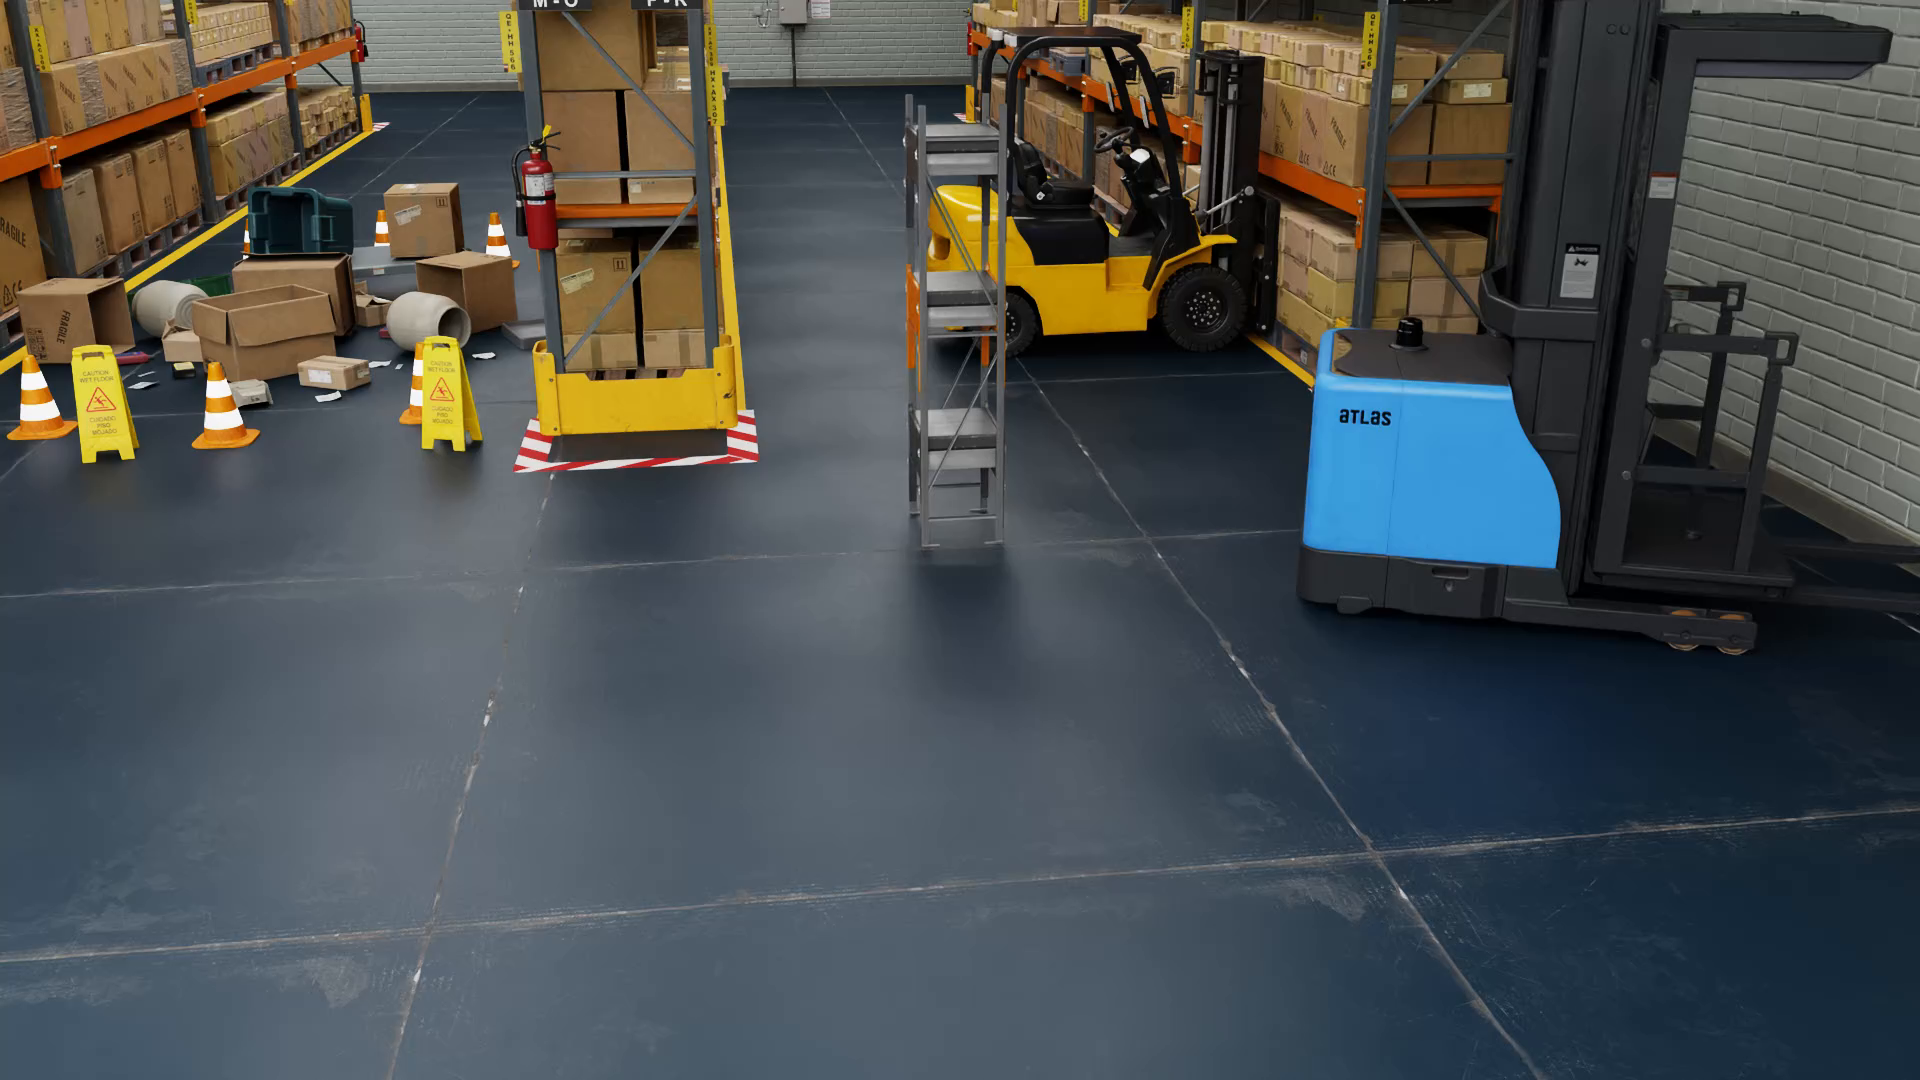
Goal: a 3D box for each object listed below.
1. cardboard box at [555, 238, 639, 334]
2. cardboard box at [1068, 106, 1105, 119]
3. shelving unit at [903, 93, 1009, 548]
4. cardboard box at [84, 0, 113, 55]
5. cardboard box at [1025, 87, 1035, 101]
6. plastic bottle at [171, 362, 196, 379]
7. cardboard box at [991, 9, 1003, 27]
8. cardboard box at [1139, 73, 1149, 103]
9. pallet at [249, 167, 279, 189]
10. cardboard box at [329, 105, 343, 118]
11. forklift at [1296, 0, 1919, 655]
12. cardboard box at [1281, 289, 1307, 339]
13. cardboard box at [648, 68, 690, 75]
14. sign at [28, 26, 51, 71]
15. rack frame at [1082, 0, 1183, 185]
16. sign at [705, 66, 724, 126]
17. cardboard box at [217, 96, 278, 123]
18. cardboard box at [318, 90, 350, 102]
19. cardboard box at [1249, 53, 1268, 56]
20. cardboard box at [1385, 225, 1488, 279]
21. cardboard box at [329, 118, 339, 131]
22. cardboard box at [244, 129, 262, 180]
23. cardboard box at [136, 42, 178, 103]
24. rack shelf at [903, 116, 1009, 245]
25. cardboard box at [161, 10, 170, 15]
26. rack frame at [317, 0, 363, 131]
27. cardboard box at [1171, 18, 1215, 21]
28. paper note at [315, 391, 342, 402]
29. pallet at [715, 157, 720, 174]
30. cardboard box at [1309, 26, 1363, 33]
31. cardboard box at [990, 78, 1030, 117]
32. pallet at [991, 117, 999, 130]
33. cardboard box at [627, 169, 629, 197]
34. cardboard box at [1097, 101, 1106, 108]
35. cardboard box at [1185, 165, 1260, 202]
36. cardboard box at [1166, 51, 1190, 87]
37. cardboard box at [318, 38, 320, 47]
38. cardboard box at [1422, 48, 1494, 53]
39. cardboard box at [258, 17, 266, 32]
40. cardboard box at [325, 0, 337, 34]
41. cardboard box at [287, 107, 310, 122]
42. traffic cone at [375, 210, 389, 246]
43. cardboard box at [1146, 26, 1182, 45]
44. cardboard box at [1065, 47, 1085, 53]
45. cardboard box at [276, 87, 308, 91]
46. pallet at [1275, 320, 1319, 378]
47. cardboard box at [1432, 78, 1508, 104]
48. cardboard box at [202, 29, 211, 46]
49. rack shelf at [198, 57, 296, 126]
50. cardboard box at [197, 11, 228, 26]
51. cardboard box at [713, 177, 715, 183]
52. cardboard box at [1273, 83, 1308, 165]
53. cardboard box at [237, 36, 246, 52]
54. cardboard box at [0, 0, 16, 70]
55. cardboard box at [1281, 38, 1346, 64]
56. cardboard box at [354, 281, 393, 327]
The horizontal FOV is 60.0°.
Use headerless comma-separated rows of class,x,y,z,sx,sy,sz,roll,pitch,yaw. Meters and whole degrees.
cardboard box,-2.304,-1.608,10.492,0.500,0.500,0.500,-3,21,-7
cardboard box,1.448,-4.873,19.021,0.380,0.149,0.250,-2,21,-6
shelving unit,-0.024,-1.041,8.002,0.431,2.100,0.503,-3,21,-8
cardboard box,-7.689,-4.399,14.134,0.700,0.500,0.500,-3,21,-8
cardboard box,1.039,-5.682,21.188,0.380,0.149,0.250,-2,21,-5
plastic bottle,-5.237,-1.151,11.212,0.133,0.061,0.283,-11,23,-26
cardboard box,0.717,-7.248,23.123,0.500,0.250,0.500,-3,21,-9
cardboard box,1.953,-4.159,15.277,0.500,0.250,0.500,-3,21,-7
pallet,-8.252,-3.955,18.503,1.003,0.211,1.213,-3,21,-8
cardboard box,-8.598,-5.812,22.541,0.380,0.149,0.250,-3,21,-7
forklift,3.065,-1.099,6.969,3.031,2.935,1.130,5,21,12
cardboard box,2.538,-1.563,11.444,0.500,0.250,0.500,-3,21,-8
cardboard box,-1.877,-2.803,10.867,0.500,0.500,0.500,-3,21,-9
sign,-6.842,-3.655,12.365,0.100,0.325,0.005,-3,21,-8
rack frame,1.827,-5.105,17.598,1.000,3.000,0.127,-3,21,-8
sign,-1.394,-2.517,9.430,0.100,0.325,0.005,-3,21,-8
cardboard box,-8.126,-4.907,18.968,0.500,0.250,0.500,-2,21,-5
cardboard box,-8.652,-6.135,22.979,0.380,0.149,0.250,-3,21,-9
cardboard box,2.346,-3.503,12.237,0.380,0.149,0.250,-4,21,-9
cardboard box,3.098,-1.888,10.885,0.500,0.250,0.500,-3,21,-9
cardboard box,-8.582,-5.583,22.351,0.380,0.149,0.250,-3,21,-7
cardboard box,-7.972,-4.204,18.157,0.500,0.500,0.500,-3,21,-9
cardboard box,-7.567,-4.301,15.301,0.500,0.500,0.500,-3,21,-8
rack shelf,-0.024,-1.684,7.762,0.431,0.518,0.480,-3,21,-8
cardboard box,-8.713,-5.611,17.861,0.380,0.149,0.250,-2,21,-6
rack frame,-9.121,-7.339,23.578,1.000,3.000,0.127,-3,21,-8
cardboard box,2.304,-5.094,16.499,0.380,0.149,0.250,-3,21,-9
paper note,-4.037,-0.920,10.635,0.148,0.019,0.142,-11,23,-26
pallet,-3.296,-4.245,19.281,1.003,0.211,1.213,-3,21,-8
cardboard box,2.893,-3.852,12.746,0.380,0.149,0.250,-3,21,-9
cardboard box,0.753,-6.386,24.000,0.700,0.500,0.500,-2,21,-6
pallet,0.973,-5.845,23.564,1.003,0.211,1.213,-3,21,-8
cardboard box,-1.826,-2.181,10.127,0.380,0.149,0.250,-3,21,-7
cardboard box,1.821,-5.076,19.565,0.380,0.149,0.250,-3,21,-7
cardboard box,2.163,-2.914,13.632,0.500,0.250,0.500,-3,21,-9
cardboard box,2.080,-4.041,14.249,0.500,0.250,0.500,-3,21,-9
cardboard box,-8.584,-6.495,21.677,0.380,0.149,0.250,-2,21,-6
cardboard box,3.167,-3.048,10.594,0.380,0.149,0.250,-2,21,-6
cardboard box,-8.253,-5.953,19.202,0.380,0.149,0.250,-3,21,-7
cardboard box,-8.650,-7.029,22.180,0.500,0.500,0.500,-3,21,-8
cardboard box,-8.370,-5.322,20.802,0.380,0.149,0.250,-2,21,-5
traffic cone,-5.103,-2.689,14.754,0.336,0.463,0.334,-3,21,-8
cardboard box,1.921,-4.619,15.226,0.380,0.149,0.250,-3,21,-7
cardboard box,1.353,-5.392,18.125,0.380,0.149,0.250,-3,21,-7
cardboard box,-9.382,-6.280,23.368,0.380,0.149,0.250,-4,21,-10
pallet,2.829,-1.292,11.373,1.003,0.211,1.213,-3,21,-8
cardboard box,3.188,-2.817,10.400,0.380,0.149,0.250,-3,21,-9
cardboard box,-7.922,-5.151,17.054,0.380,0.149,0.250,-4,21,-9
rack shelf,-8.256,-4.924,18.142,1.077,0.370,4.000,-3,21,-8
cardboard box,-8.034,-5.551,17.701,0.380,0.149,0.250,-2,21,-6
cardboard box,-3.101,-4.298,17.874,0.875,0.875,0.875,-3,21,-8
cardboard box,2.510,-2.897,11.542,0.500,0.500,0.500,-3,21,-9
cardboard box,-8.100,-5.454,18.292,0.380,0.149,0.250,-2,21,-5
cardboard box,-7.372,-3.631,11.892,0.875,0.550,0.550,-3,21,-8
cardboard box,2.437,-3.376,11.472,0.380,0.149,0.250,-3,21,-7
cardboard box,-4.514,-1.797,12.649,0.396,0.266,0.258,17,27,39
